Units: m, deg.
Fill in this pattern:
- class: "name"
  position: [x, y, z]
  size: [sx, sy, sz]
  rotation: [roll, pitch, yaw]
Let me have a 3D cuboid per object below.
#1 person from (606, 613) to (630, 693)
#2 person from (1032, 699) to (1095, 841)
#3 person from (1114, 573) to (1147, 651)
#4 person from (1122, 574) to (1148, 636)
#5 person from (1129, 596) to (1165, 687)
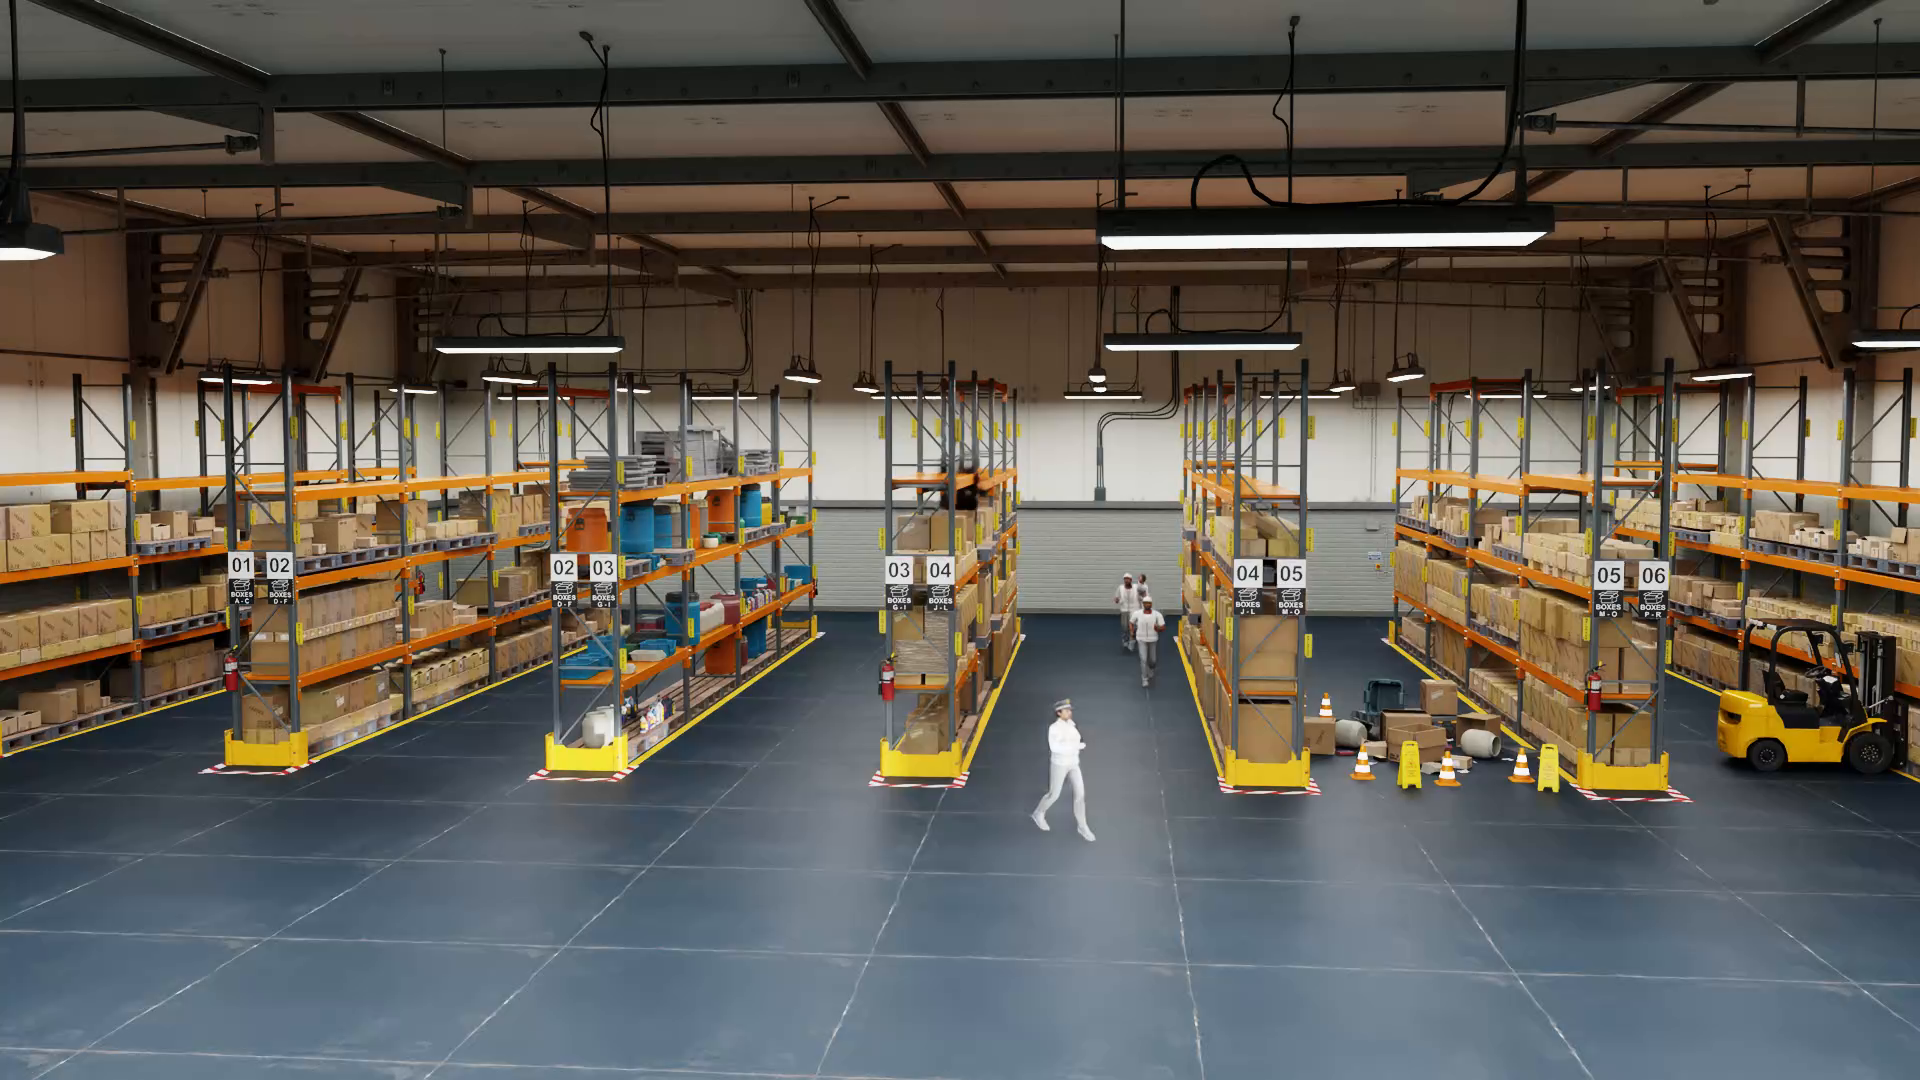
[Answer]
- class: "person"
  position: [-6.362, 2.158, 31.076]
  size: [0.580, 1.622, 0.547]
  rotation: [0, 4, 7]
- class: "person"
  position: [1.280, 2.794, 20.454]
  size: [0.892, 1.707, 0.599]
  rotation: [4, 5, 45]
- class: "person"
  position: [3.858, 1.630, 37.708]
  size: [0.702, 1.769, 0.865]
  rotation: [1, 4, 14]
- class: "person"
  position: [4.324, 1.580, 40.308]
  size: [0.671, 1.559, 0.682]
  rotation: [-3, 5, -41]
- class: "person"
  position: [3.677, 1.976, 32.675]
  size: [0.714, 1.746, 0.881]
  rotation: [0, 4, 4]
